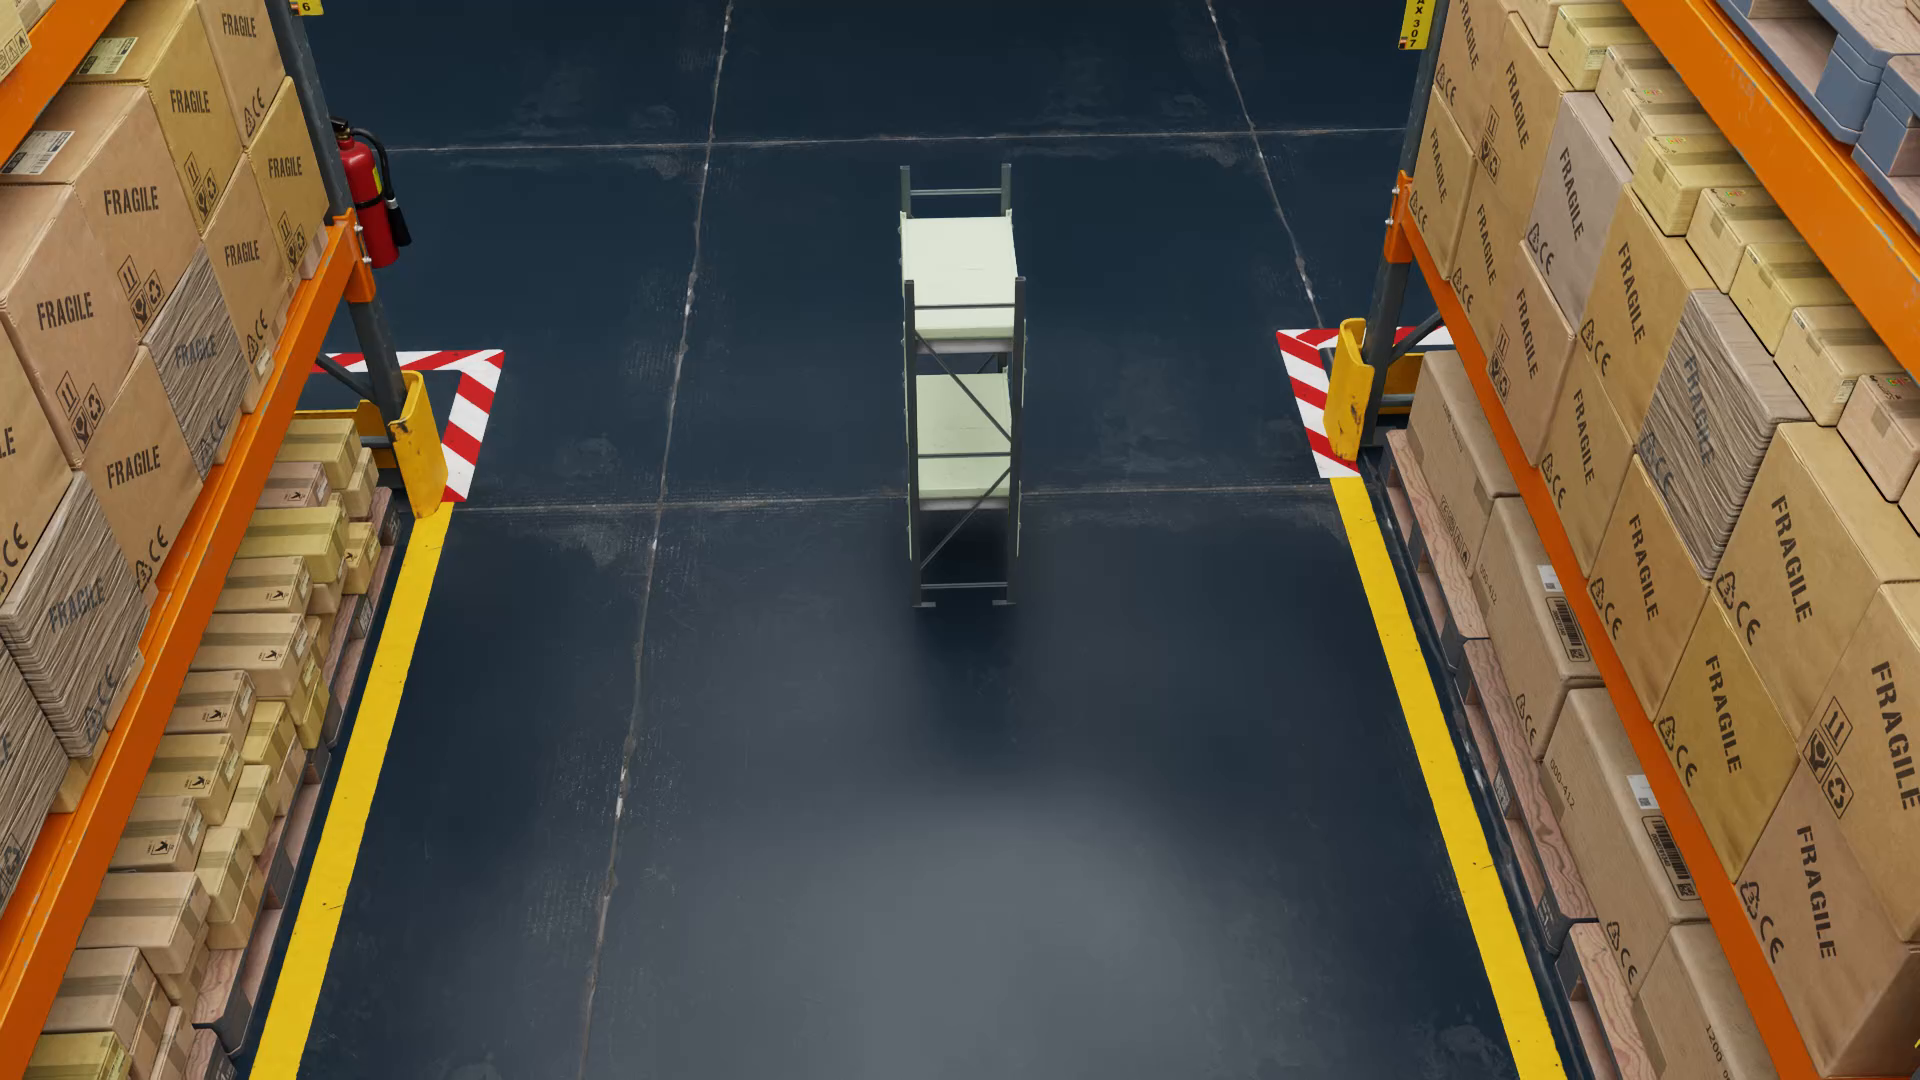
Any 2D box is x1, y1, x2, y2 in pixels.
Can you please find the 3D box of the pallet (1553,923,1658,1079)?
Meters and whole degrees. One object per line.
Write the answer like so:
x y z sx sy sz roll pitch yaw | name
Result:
2.403 1.655 4.788 1.003 0.211 1.213 -2 43 -2 | pallet

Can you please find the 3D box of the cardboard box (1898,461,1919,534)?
2.123 -0.050 3.291 0.380 0.149 0.250 -2 43 -2 | cardboard box

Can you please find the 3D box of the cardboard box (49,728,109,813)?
-2.369 0.539 4.128 0.380 0.149 0.250 -1 43 -1 | cardboard box

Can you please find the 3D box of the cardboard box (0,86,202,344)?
-2.433 -0.868 4.443 0.500 0.500 0.500 0 43 0 | cardboard box

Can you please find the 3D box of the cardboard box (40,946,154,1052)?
-2.438 1.259 4.515 0.380 0.149 0.250 -3 43 -3 | cardboard box

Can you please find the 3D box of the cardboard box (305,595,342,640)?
-2.486 0.250 6.057 0.380 0.149 0.250 -2 43 -2 | cardboard box

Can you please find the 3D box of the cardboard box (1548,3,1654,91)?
1.934 -1.424 4.789 0.380 0.149 0.250 -3 43 -3 | cardboard box

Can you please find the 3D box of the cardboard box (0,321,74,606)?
-2.387 -0.164 3.675 0.500 0.500 0.500 -1 43 -1 | cardboard box

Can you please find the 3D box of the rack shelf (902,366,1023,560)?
0.000 -0.308 6.459 0.431 0.370 0.720 -2 43 -2 | rack shelf

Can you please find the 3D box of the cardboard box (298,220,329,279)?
-2.457 -1.043 5.853 0.380 0.149 0.250 -2 43 -2 | cardboard box

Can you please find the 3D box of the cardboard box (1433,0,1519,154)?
1.923 -1.631 5.495 0.500 0.500 0.500 -3 43 -3 | cardboard box

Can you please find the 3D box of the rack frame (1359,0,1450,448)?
2.188 -1.558 6.229 1.000 3.000 0.127 -2 43 -2 | rack frame

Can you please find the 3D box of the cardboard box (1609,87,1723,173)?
1.966 -1.078 4.412 0.380 0.149 0.250 -1 43 -1 | cardboard box

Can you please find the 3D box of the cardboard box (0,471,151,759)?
-2.367 0.190 4.029 0.500 0.500 0.500 -2 43 -3 | cardboard box

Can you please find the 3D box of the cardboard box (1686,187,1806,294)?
2.010 -0.731 4.033 0.380 0.149 0.250 -2 43 -2 | cardboard box

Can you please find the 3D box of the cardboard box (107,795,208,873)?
-2.461 0.903 4.903 0.380 0.149 0.250 -3 43 -4 | cardboard box

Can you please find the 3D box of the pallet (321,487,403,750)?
-2.751 0.281 6.287 1.003 0.211 1.213 -2 43 -2 | pallet

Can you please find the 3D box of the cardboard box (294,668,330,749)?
-2.389 0.586 5.689 0.380 0.149 0.250 -3 43 -4 | cardboard box

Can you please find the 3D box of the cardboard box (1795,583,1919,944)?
2.062 0.427 3.250 0.500 0.500 0.500 -2 43 -2 | cardboard box

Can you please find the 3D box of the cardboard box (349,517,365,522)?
-2.523 -0.102 6.440 0.380 0.149 0.250 -1 43 -1 | cardboard box

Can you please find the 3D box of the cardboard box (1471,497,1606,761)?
2.363 0.292 5.796 0.875 0.438 0.875 -1 43 -1 | cardboard box

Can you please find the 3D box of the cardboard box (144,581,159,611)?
-2.431 0.178 4.522 0.380 0.149 0.250 0 43 0 | cardboard box

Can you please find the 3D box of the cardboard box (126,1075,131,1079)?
-2.426 1.554 4.414 0.380 0.149 0.250 -2 43 -2 | cardboard box

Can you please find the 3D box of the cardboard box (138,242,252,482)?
-2.430 -0.508 4.790 0.500 0.500 0.500 -2 43 -2 | cardboard box

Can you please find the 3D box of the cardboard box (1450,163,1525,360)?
1.970 -0.921 5.461 0.500 0.500 0.500 -2 43 -2 | cardboard box

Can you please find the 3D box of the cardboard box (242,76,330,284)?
-2.477 -1.198 5.543 0.500 0.500 0.500 -1 43 -1 | cardboard box

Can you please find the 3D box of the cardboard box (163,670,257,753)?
-2.472 0.560 5.278 0.380 0.149 0.250 -3 43 -3 | cardboard box

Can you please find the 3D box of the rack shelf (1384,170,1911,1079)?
2.273 0.058 4.999 1.077 0.370 4.000 -2 43 -2 | rack shelf

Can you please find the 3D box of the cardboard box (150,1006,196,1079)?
-2.413 1.478 4.716 0.380 0.149 0.250 -2 43 -3 | cardboard box

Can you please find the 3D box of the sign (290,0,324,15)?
-2.198 -1.893 5.504 0.100 0.325 0.005 -2 43 -2 | sign

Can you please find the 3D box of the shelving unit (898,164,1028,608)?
0.000 -0.548 6.238 0.431 1.500 0.755 -2 43 -2 | shelving unit

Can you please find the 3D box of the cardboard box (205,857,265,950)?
-2.374 1.119 5.108 0.380 0.149 0.250 -3 43 -3 | cardboard box

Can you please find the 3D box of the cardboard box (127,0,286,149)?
-2.486 -1.561 5.198 0.500 0.500 0.500 -2 43 -3 | cardboard box

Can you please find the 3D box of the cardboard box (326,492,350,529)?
-2.489 -0.035 6.147 0.380 0.149 0.250 -3 43 -3 | cardboard box

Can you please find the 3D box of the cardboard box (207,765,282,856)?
-2.356 0.846 5.186 0.380 0.149 0.250 -1 43 -1 | cardboard box

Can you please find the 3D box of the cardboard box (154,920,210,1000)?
-2.423 1.185 4.816 0.380 0.149 0.250 0 43 0 | cardboard box

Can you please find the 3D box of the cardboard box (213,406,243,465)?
-2.443 -0.354 5.103 0.380 0.149 0.250 -3 43 -4 | cardboard box

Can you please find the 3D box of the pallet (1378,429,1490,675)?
2.300 0.008 6.585 1.003 0.211 1.213 -2 43 -2 | pallet

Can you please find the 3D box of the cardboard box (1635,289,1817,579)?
2.017 -0.259 3.999 0.500 0.500 0.500 -1 43 -1 | cardboard box

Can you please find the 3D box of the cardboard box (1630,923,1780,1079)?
2.438 1.506 4.473 0.875 0.438 0.875 -2 43 -2 | cardboard box

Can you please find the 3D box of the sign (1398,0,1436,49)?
1.633 -1.894 5.897 0.100 0.325 0.005 -2 43 -2 | sign

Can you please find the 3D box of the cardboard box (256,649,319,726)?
-2.387 0.487 5.577 0.380 0.149 0.250 -1 43 -1 | cardboard box

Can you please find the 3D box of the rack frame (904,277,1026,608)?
0.016 -0.301 5.969 0.400 1.500 0.023 -2 43 -2 | rack frame

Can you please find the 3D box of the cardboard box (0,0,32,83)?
-2.391 -1.060 3.578 0.500 0.250 0.500 0 43 0 | cardboard box

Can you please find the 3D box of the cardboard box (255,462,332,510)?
-2.525 -0.149 6.051 0.380 0.149 0.250 -1 43 -1 | cardboard box

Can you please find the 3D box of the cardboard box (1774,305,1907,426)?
2.048 -0.389 3.660 0.380 0.149 0.250 -2 43 -2 | cardboard box

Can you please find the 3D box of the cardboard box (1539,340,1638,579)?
2.012 -0.240 4.718 0.500 0.500 0.500 0 43 0 | cardboard box

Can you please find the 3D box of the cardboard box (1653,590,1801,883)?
2.055 0.453 3.962 0.500 0.500 0.500 -3 43 -3 | cardboard box

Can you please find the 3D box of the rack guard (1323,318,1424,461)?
2.187 -0.652 7.092 1.175 0.500 0.348 -2 43 -2 | rack guard

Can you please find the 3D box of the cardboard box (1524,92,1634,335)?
1.982 -0.935 4.736 0.500 0.500 0.500 -2 43 -2 | cardboard box

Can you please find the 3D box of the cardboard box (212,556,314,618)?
-2.439 0.199 5.672 0.380 0.149 0.250 -3 43 -4 | cardboard box

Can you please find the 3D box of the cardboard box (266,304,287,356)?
-2.459 -0.705 5.485 0.380 0.149 0.250 -2 43 -2 | cardboard box

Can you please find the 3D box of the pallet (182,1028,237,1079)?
-2.648 1.929 4.490 1.003 0.211 1.213 -2 43 -2 | pallet
